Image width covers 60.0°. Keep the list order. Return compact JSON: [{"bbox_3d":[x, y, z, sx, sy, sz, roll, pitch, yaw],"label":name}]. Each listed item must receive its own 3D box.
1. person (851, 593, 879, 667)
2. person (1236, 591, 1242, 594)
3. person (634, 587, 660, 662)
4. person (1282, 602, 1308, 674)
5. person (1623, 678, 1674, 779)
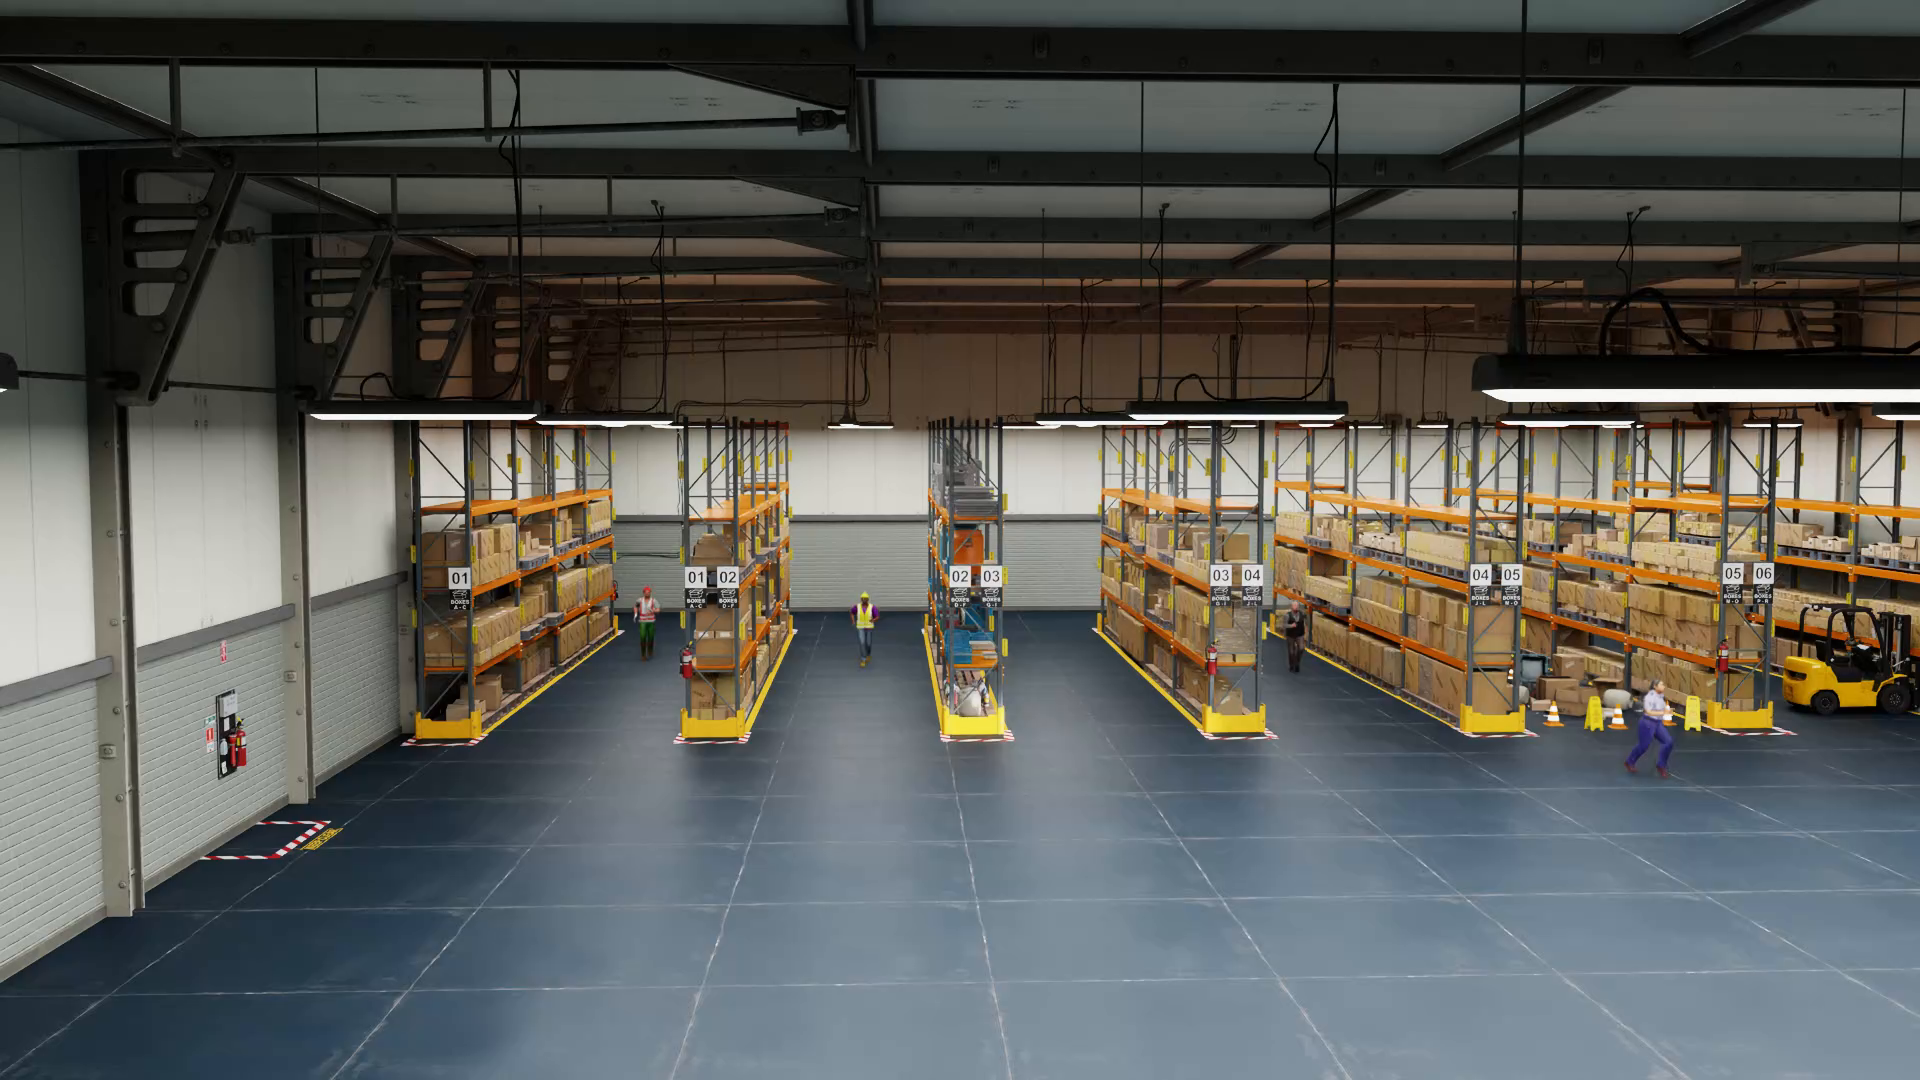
[{"bbox_3d":[-2.332,2.176,40.777,0.698,1.775,0.853,0,4,-3],"label":"person"},{"bbox_3d":[7.916,1.849,46.953,0.596,1.625,0.515,0,4,6],"label":"person"},{"bbox_3d":[-7.867,2.089,41.784,0.656,1.838,0.843,-1,4,-11],"label":"person"},{"bbox_3d":[7.933,2.300,39.309,0.677,1.709,0.806,0,4,-2],"label":"person"},{"bbox_3d":[11.427,3.120,27.576,0.626,1.672,0.827,-3,5,-42],"label":"person"}]
